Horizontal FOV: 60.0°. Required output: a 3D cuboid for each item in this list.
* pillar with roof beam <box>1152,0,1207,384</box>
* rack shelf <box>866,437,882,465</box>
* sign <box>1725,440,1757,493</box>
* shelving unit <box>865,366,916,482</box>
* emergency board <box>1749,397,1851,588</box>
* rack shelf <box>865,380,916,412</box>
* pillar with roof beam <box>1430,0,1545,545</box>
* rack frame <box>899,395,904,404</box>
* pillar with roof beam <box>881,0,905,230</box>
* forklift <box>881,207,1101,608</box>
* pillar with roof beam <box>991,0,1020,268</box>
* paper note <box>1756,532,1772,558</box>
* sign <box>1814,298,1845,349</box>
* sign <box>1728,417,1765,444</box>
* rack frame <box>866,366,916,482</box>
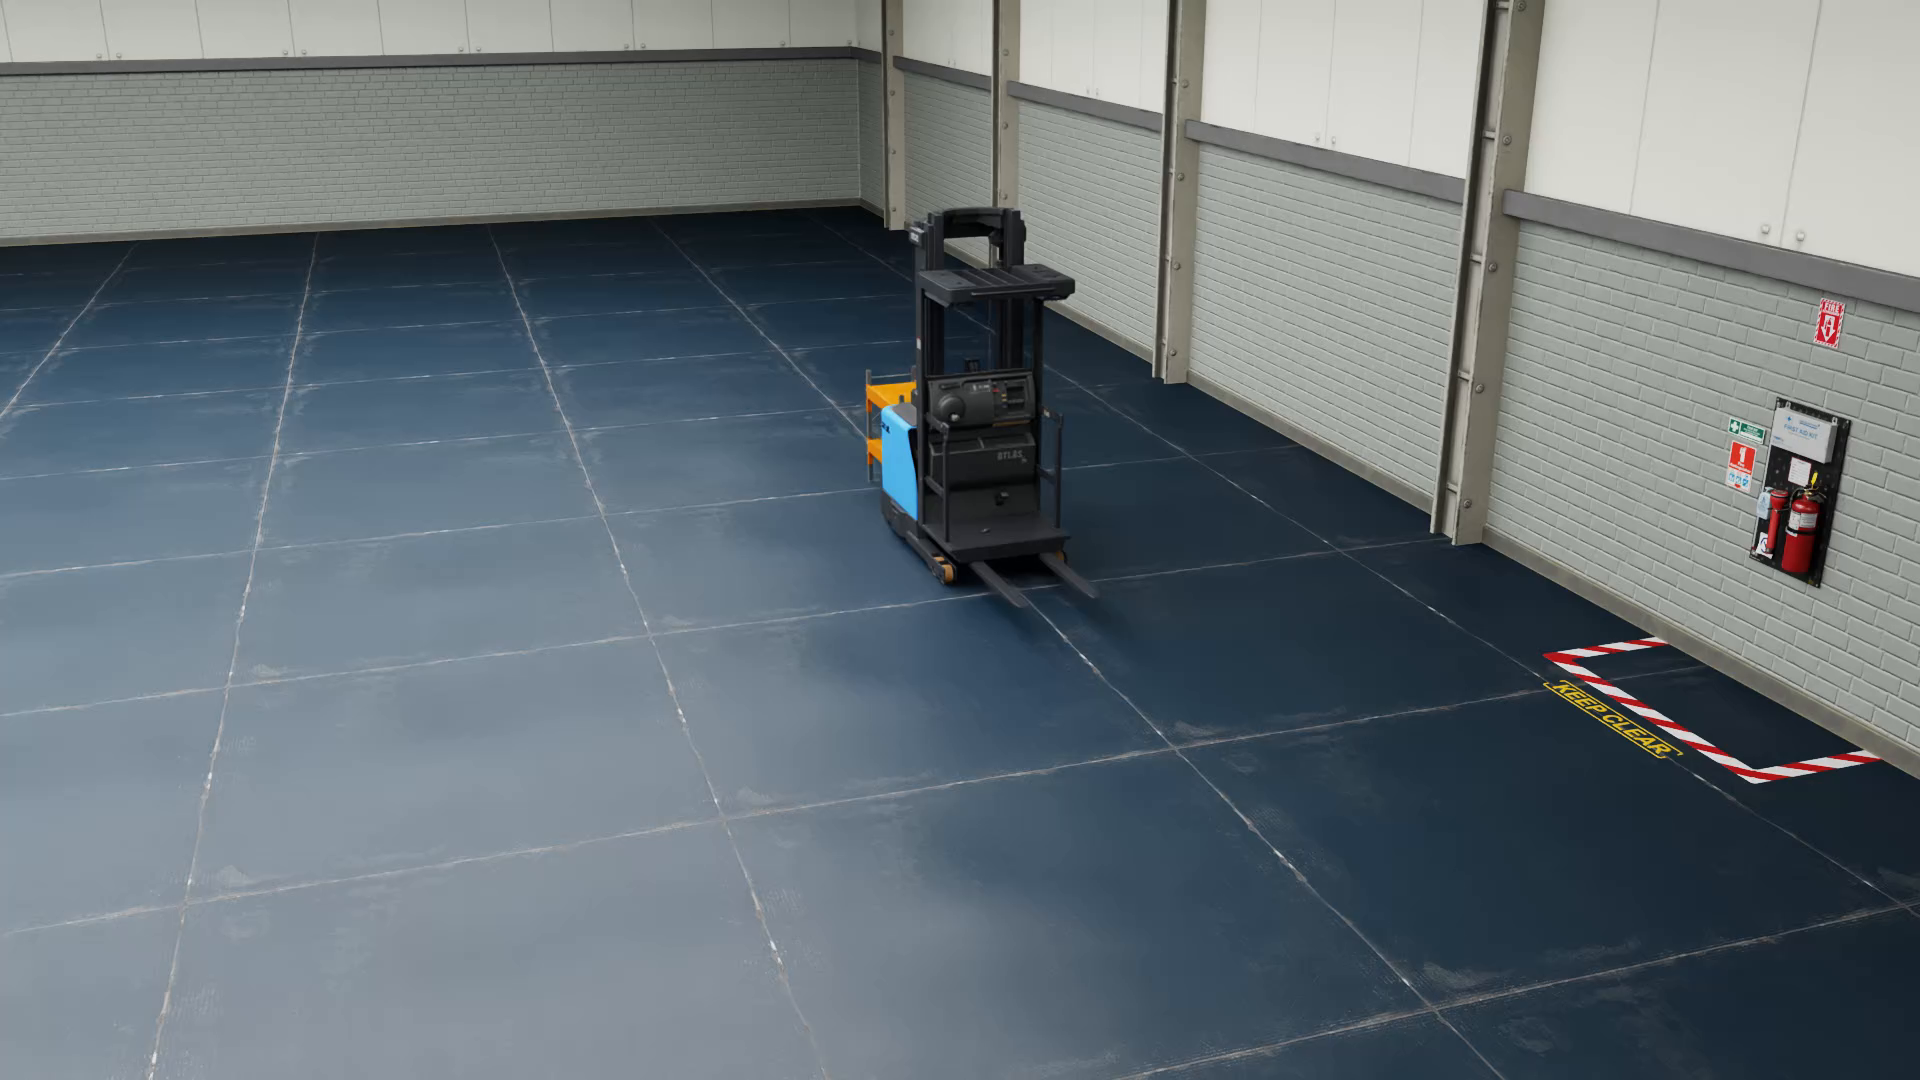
[{"bbox_3d":[-1.527,-5.734,17.442,9.100,9.000,0.400,-6,21,-17],"label":"pillar with roof beam"},{"bbox_3d":[-0.493,-0.745,15.924,0.538,0.278,1.000,-7,21,-19],"label":"rack shelf"},{"bbox_3d":[5.515,-0.519,11.746,0.001,0.329,0.234,-6,21,-17],"label":"sign"},{"bbox_3d":[-0.493,-0.975,15.841,0.538,1.125,1.048,-7,21,-19],"label":"shelving unit"},{"bbox_3d":[5.591,-0.314,11.228,0.194,1.169,0.643,-6,21,-17],"label":"emergency board"},{"bbox_3d":[-0.493,-1.250,15.742,0.538,0.278,1.000,-7,21,-19],"label":"rack shelf"},{"bbox_3d":[0.359,-3.808,12.082,9.100,9.000,0.400,-6,21,-17],"label":"pillar with roof beam"},{"bbox_3d":[-0.318,-0.813,15.392,0.500,1.125,0.032,-7,21,-19],"label":"rack frame"},{"bbox_3d":[-5.299,-9.585,28.163,9.100,9.000,0.400,-6,21,-17],"label":"pillar with roof beam"},{"bbox_3d":[0.259,-1.171,13.717,1.130,2.935,3.031,-7,21,-19],"label":"forklift"},{"bbox_3d":[-3.413,-7.659,22.803,9.100,9.000,0.400,-6,21,-17],"label":"pillar with roof beam"},{"bbox_3d":[5.601,0.037,11.555,0.016,0.148,0.142,-6,21,-17],"label":"paper note"},{"bbox_3d":[5.683,-1.418,10.873,0.001,0.298,0.199,-6,21,-17],"label":"sign"},{"bbox_3d":[5.508,-0.766,11.650,0.001,0.109,0.331,-6,21,-17],"label":"sign"},{"bbox_3d":[-0.668,-1.136,16.290,0.500,1.125,0.032,-7,21,-19],"label":"rack frame"}]
